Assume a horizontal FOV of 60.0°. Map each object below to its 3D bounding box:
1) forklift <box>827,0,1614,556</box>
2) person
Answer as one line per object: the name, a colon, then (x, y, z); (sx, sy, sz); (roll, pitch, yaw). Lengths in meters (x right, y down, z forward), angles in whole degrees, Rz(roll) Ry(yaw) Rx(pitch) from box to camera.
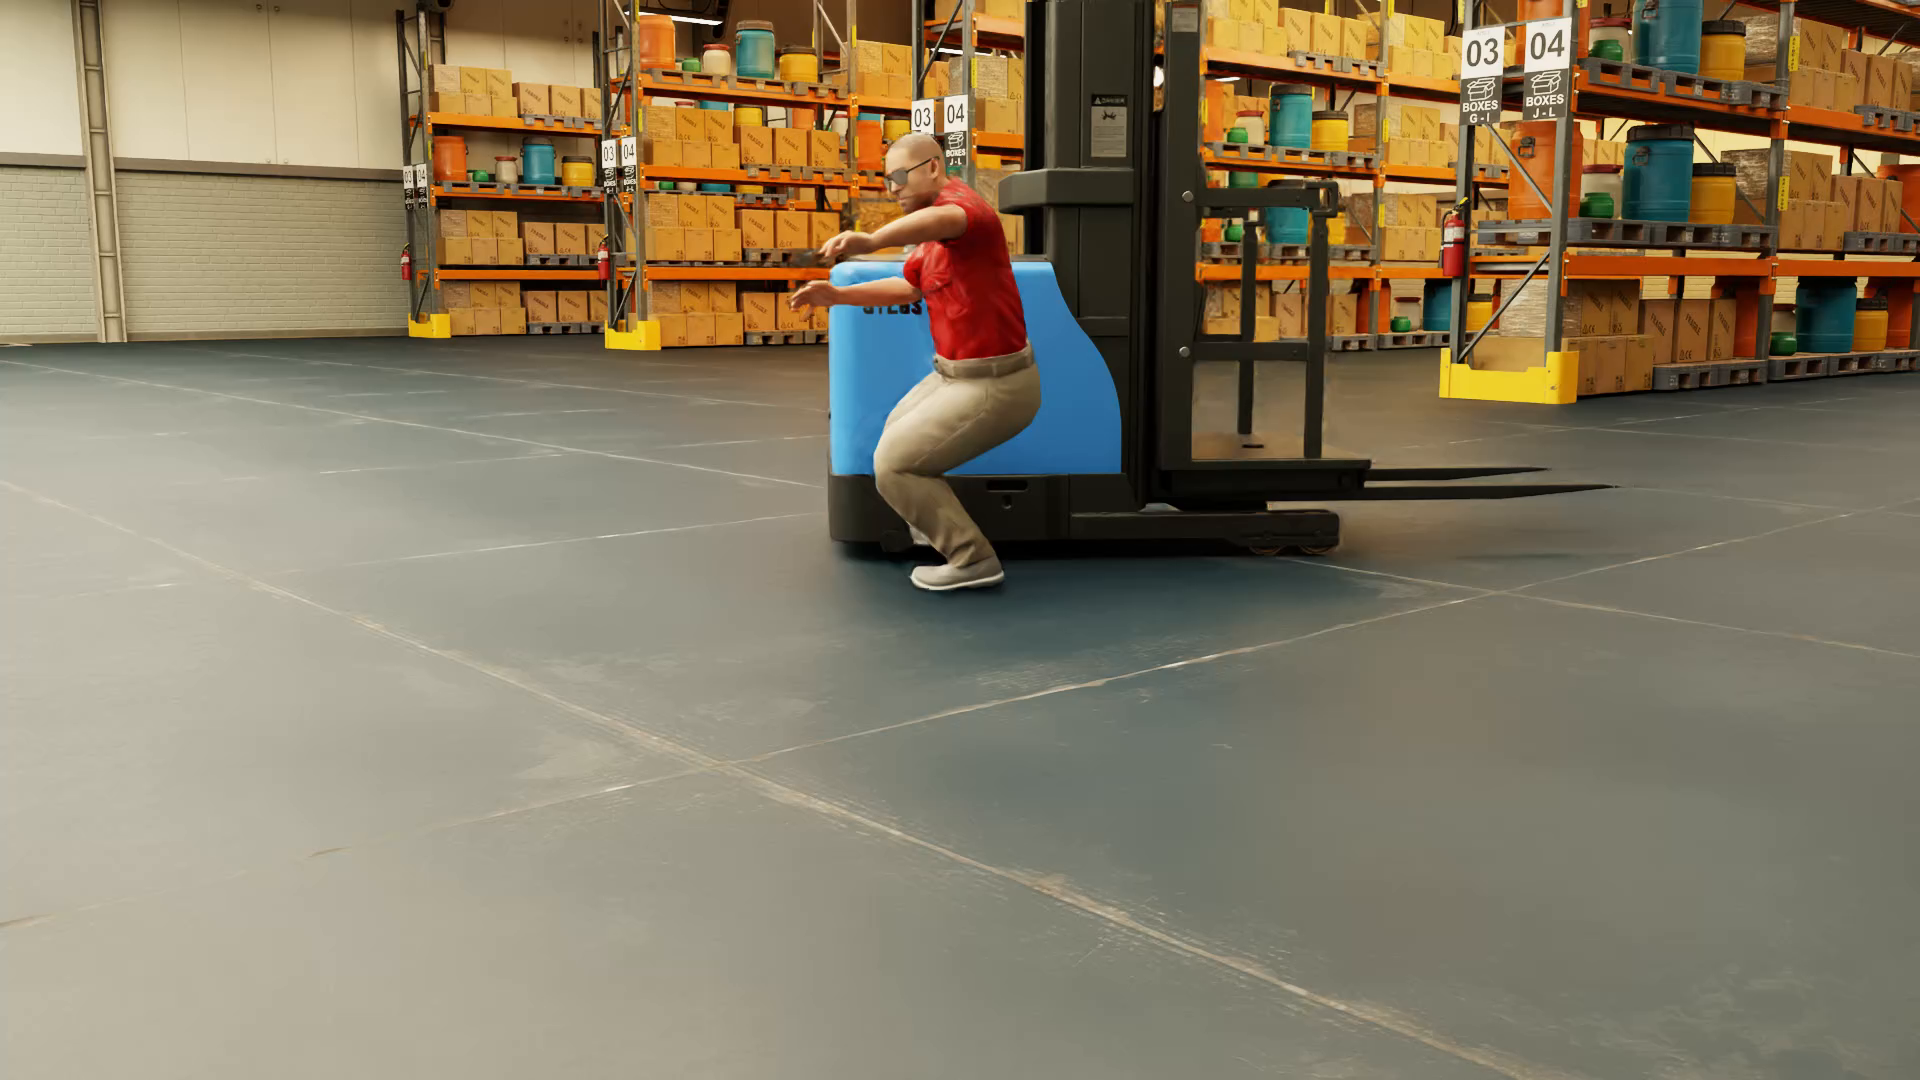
forklift: (0.997, -1.468, 6.445); (3.031, 2.935, 1.130); (-1, 9, -5)
person: (-0.144, -0.552, 5.356); (0.791, 1.469, 1.567); (-1, 9, -7)
